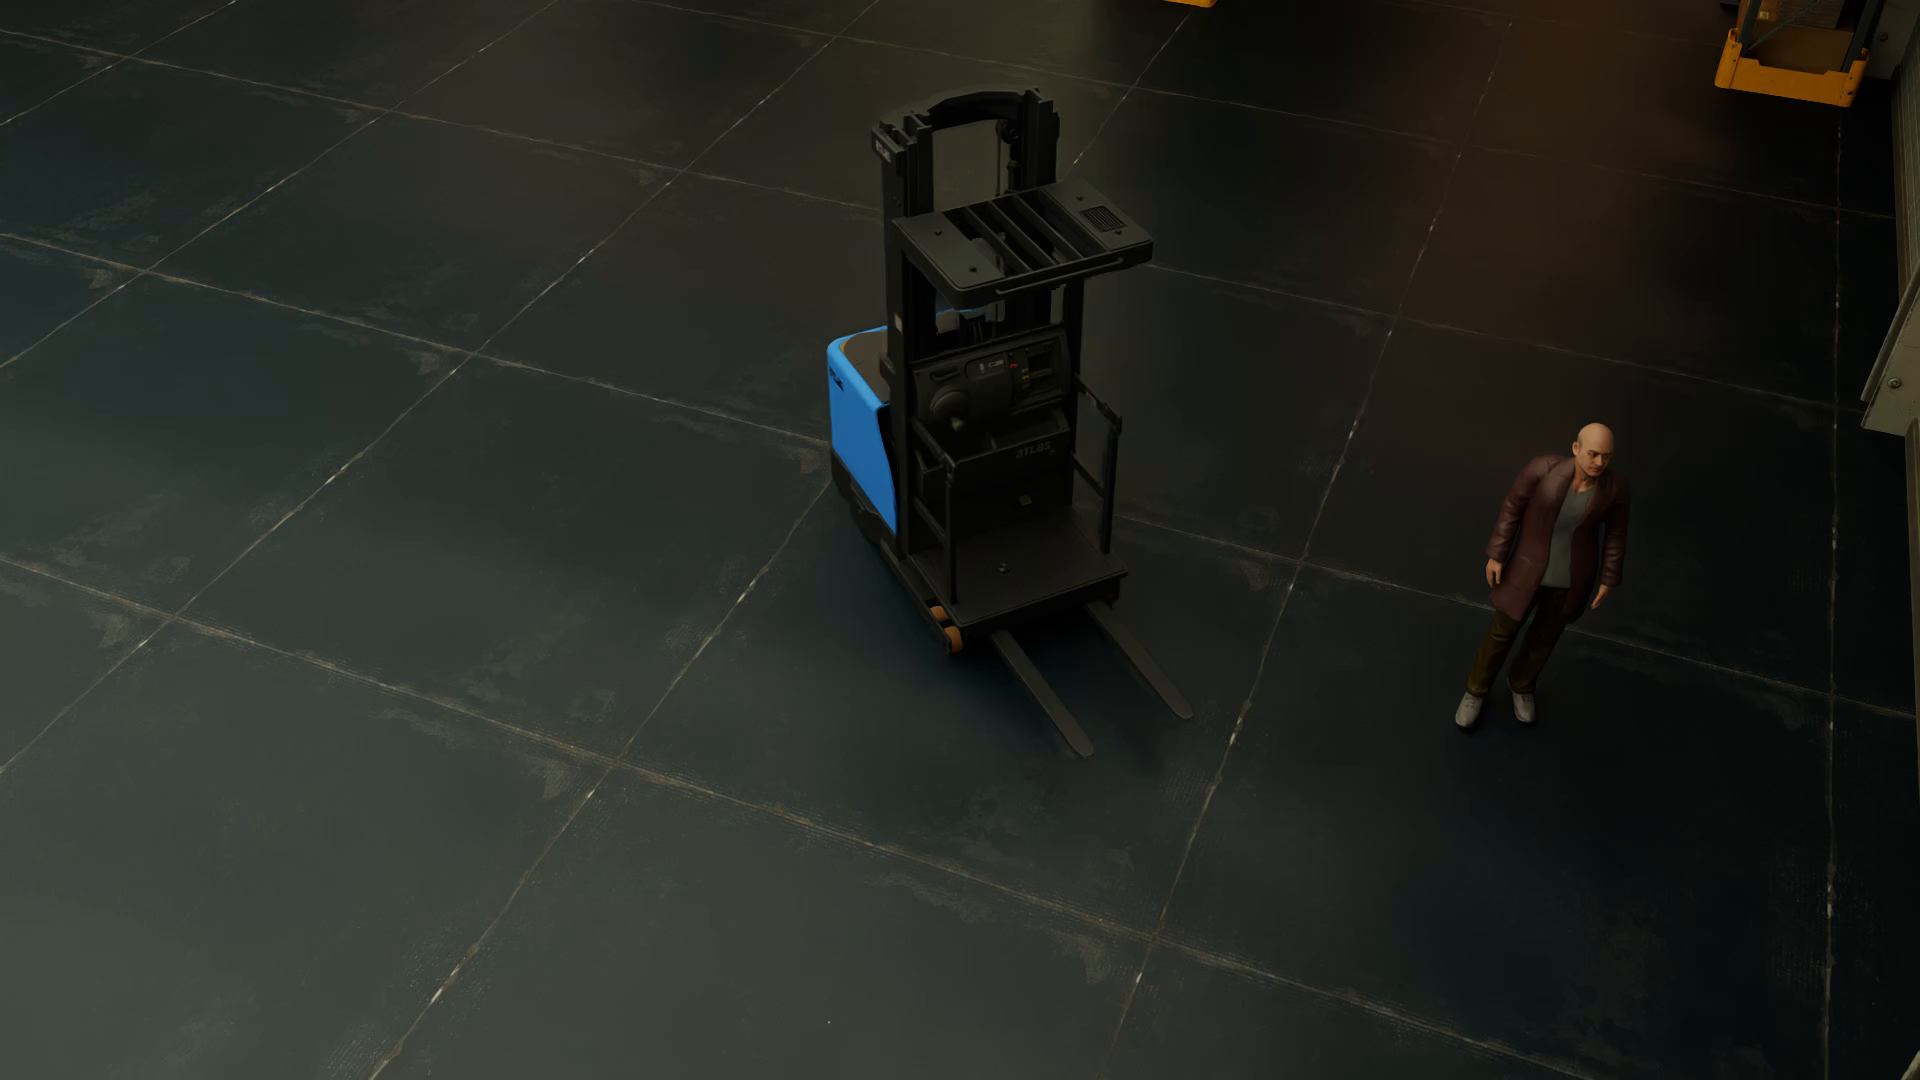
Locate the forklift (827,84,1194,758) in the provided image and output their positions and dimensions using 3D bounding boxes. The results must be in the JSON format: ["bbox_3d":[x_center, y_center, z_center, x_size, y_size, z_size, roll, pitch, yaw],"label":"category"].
[{"bbox_3d":[0.278,-0.795,8.955,1.130,2.935,3.031,-17,43,-20],"label":"forklift"}]

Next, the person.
[{"bbox_3d":[3.068,0.221,8.630,0.695,1.776,0.583,9,41,10],"label":"person"}]
